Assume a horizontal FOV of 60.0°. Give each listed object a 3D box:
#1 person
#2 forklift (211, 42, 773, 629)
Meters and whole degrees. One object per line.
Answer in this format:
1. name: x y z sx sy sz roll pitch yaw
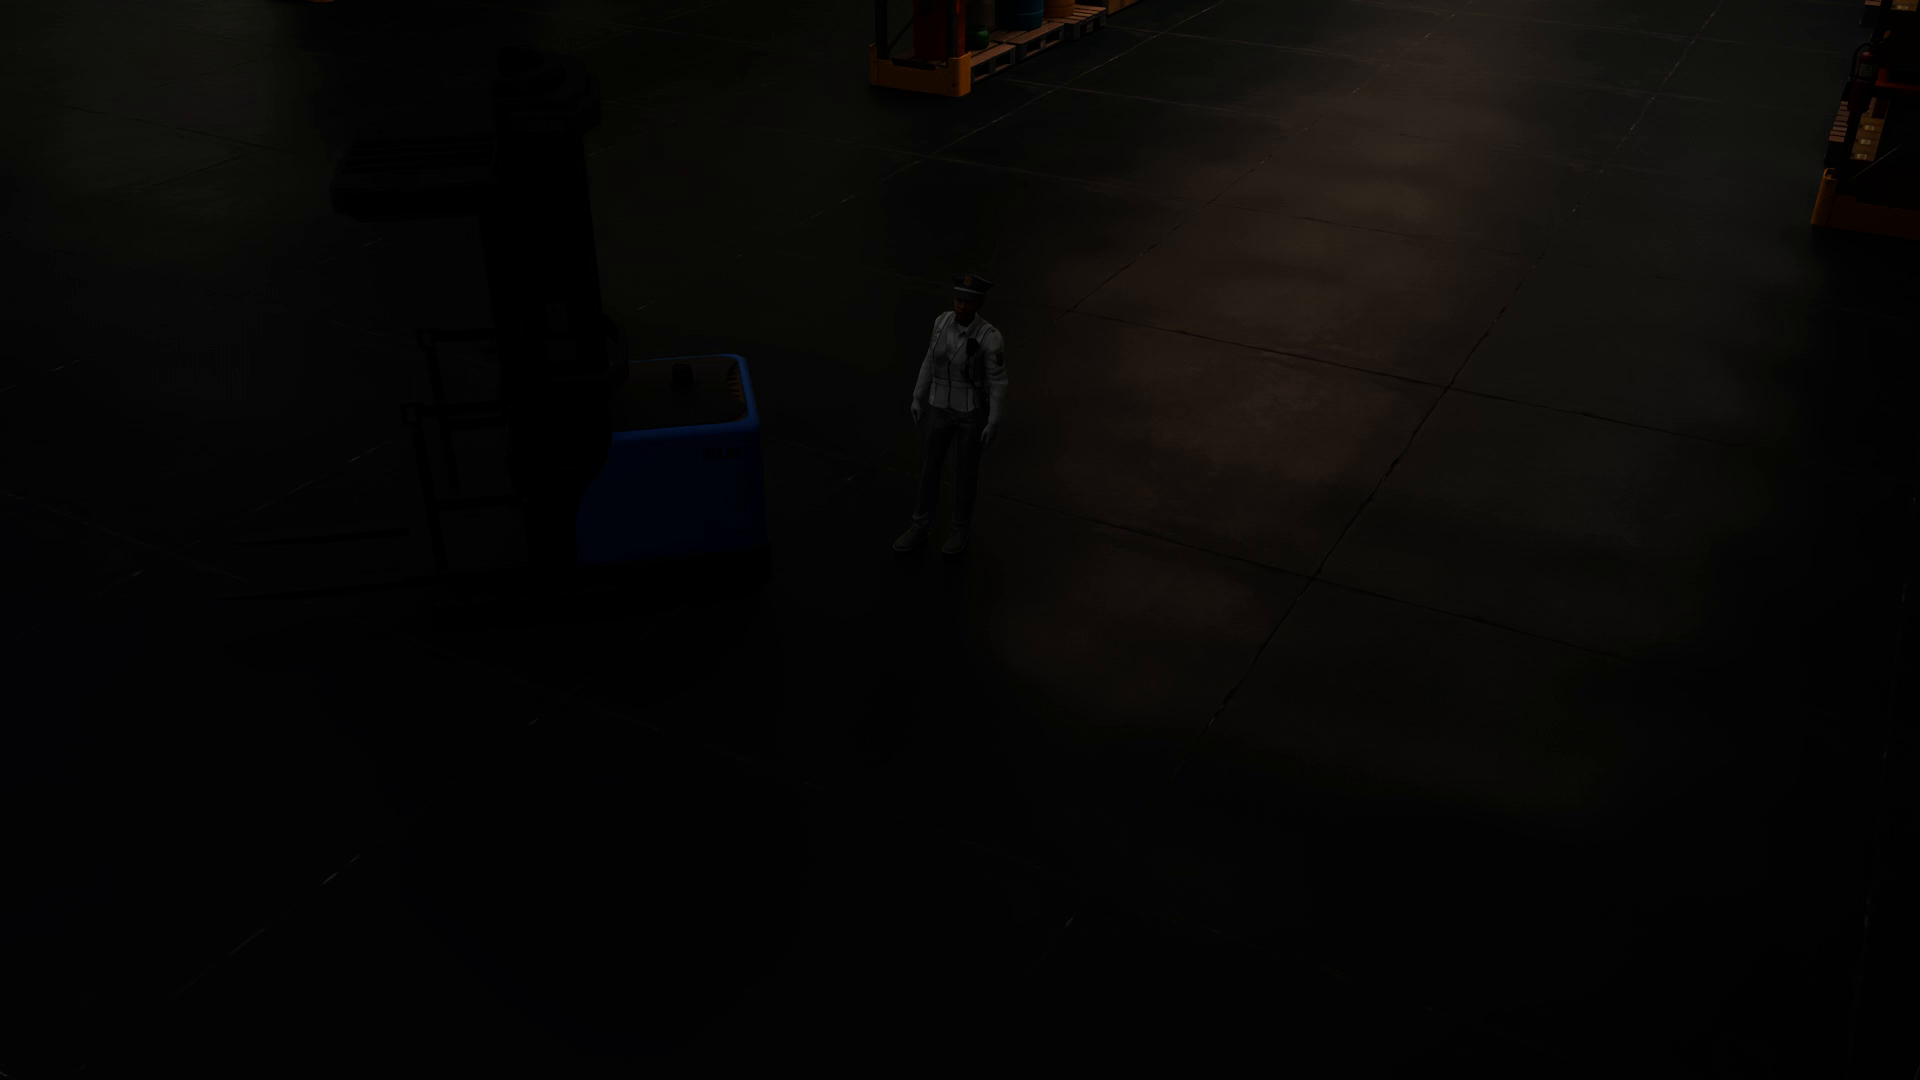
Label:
1. person: -0.039 -0.712 9.527 0.586 1.694 0.532 15 33 25
2. forklift: -2.640 -1.069 8.922 3.031 2.935 1.130 -6 30 -10
